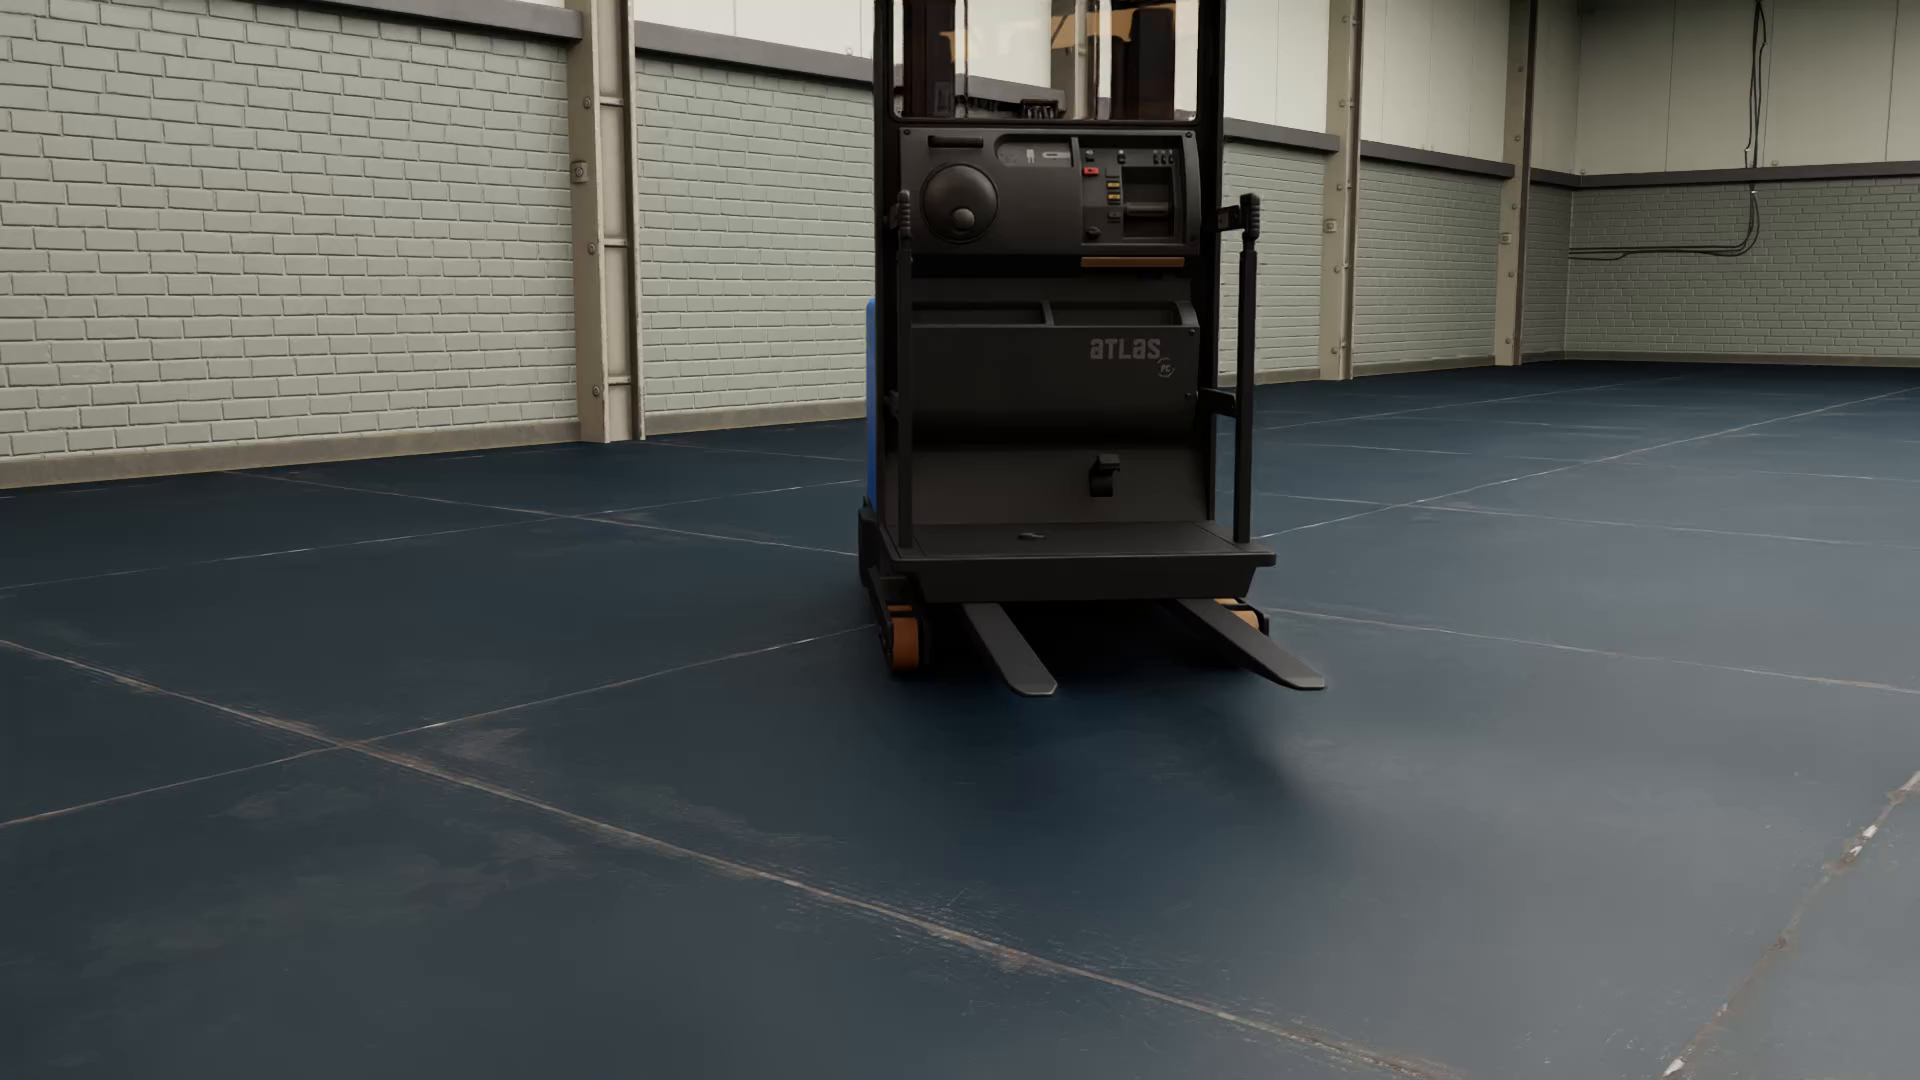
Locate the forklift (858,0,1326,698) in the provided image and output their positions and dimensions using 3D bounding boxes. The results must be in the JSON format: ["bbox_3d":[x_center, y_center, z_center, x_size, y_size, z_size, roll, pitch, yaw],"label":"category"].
[{"bbox_3d":[0.304,-1.119,4.927,1.130,2.935,3.031,-1,8,-6],"label":"forklift"}]
